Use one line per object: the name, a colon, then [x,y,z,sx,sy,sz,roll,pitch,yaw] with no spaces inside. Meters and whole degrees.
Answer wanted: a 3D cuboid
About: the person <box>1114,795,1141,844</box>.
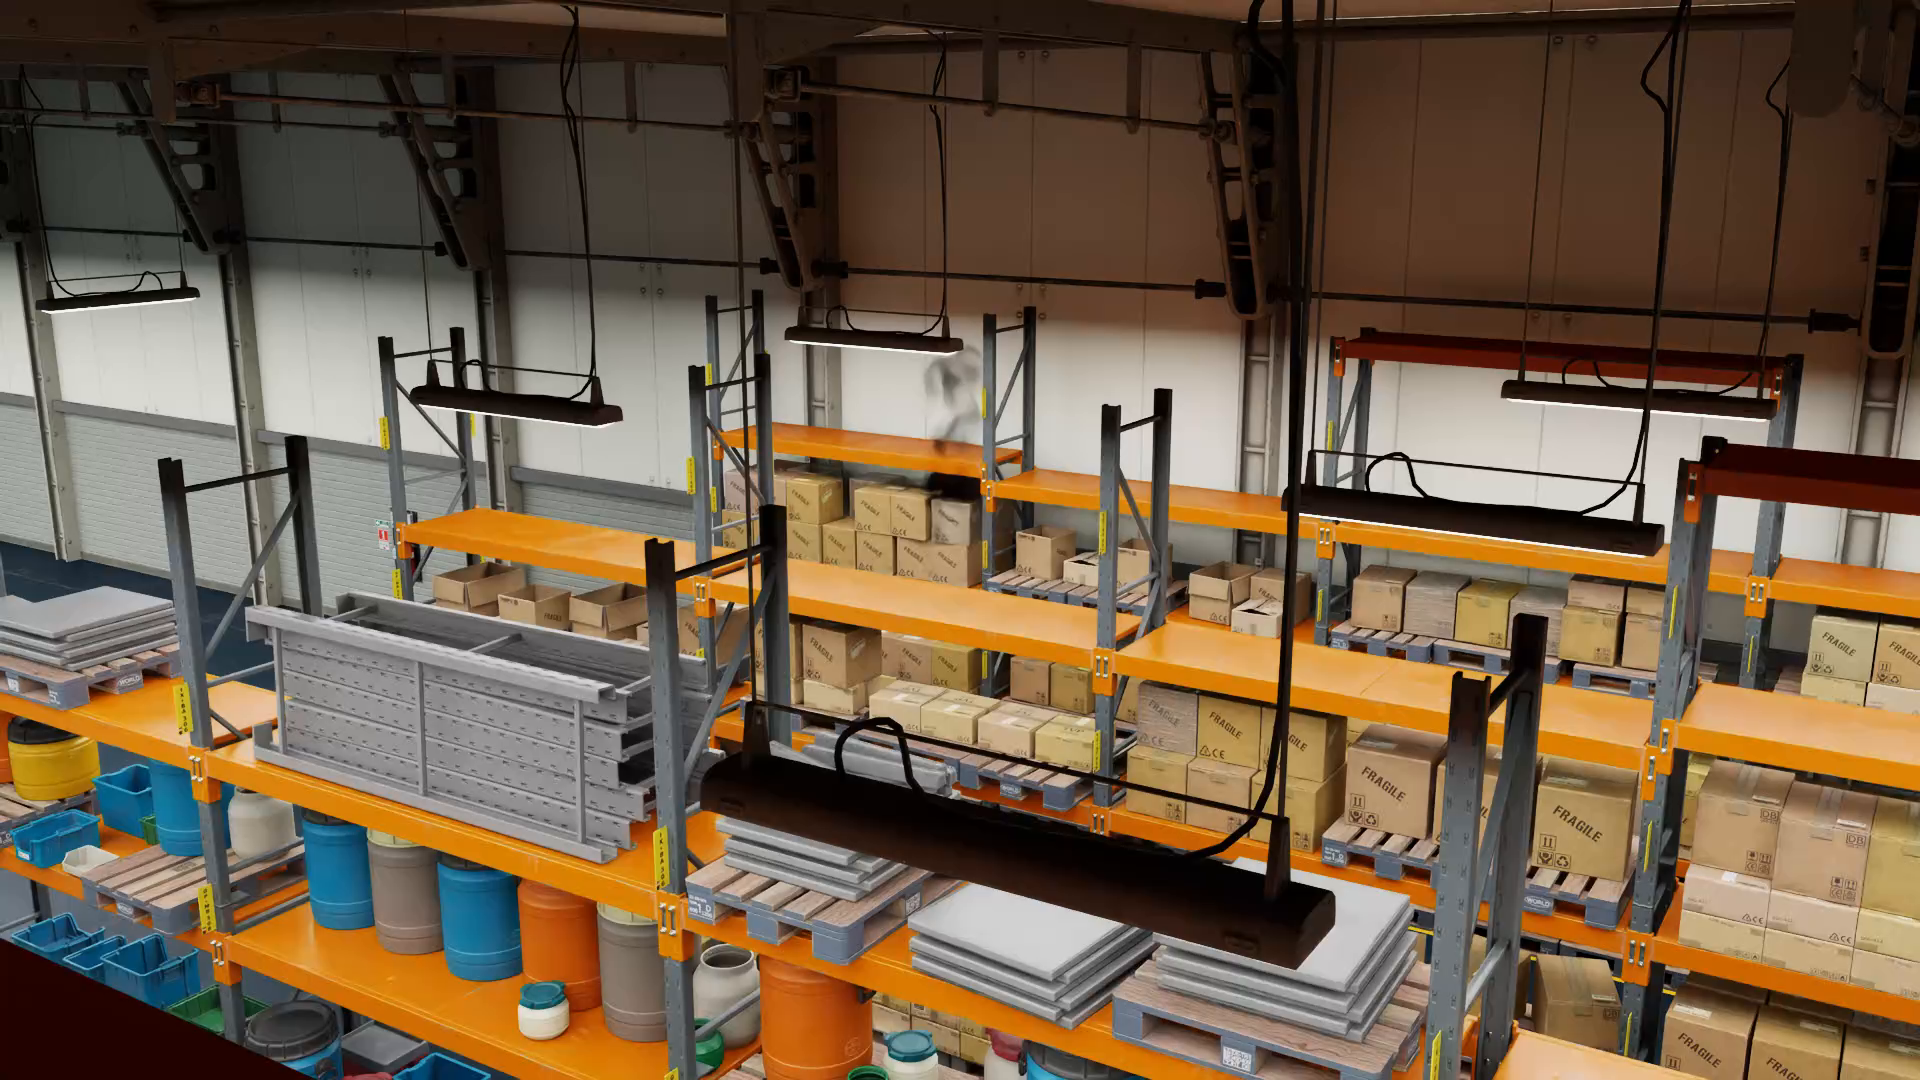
person: [1.771,3.154,16.907,0.880,1.765,0.711,7,15,26]
